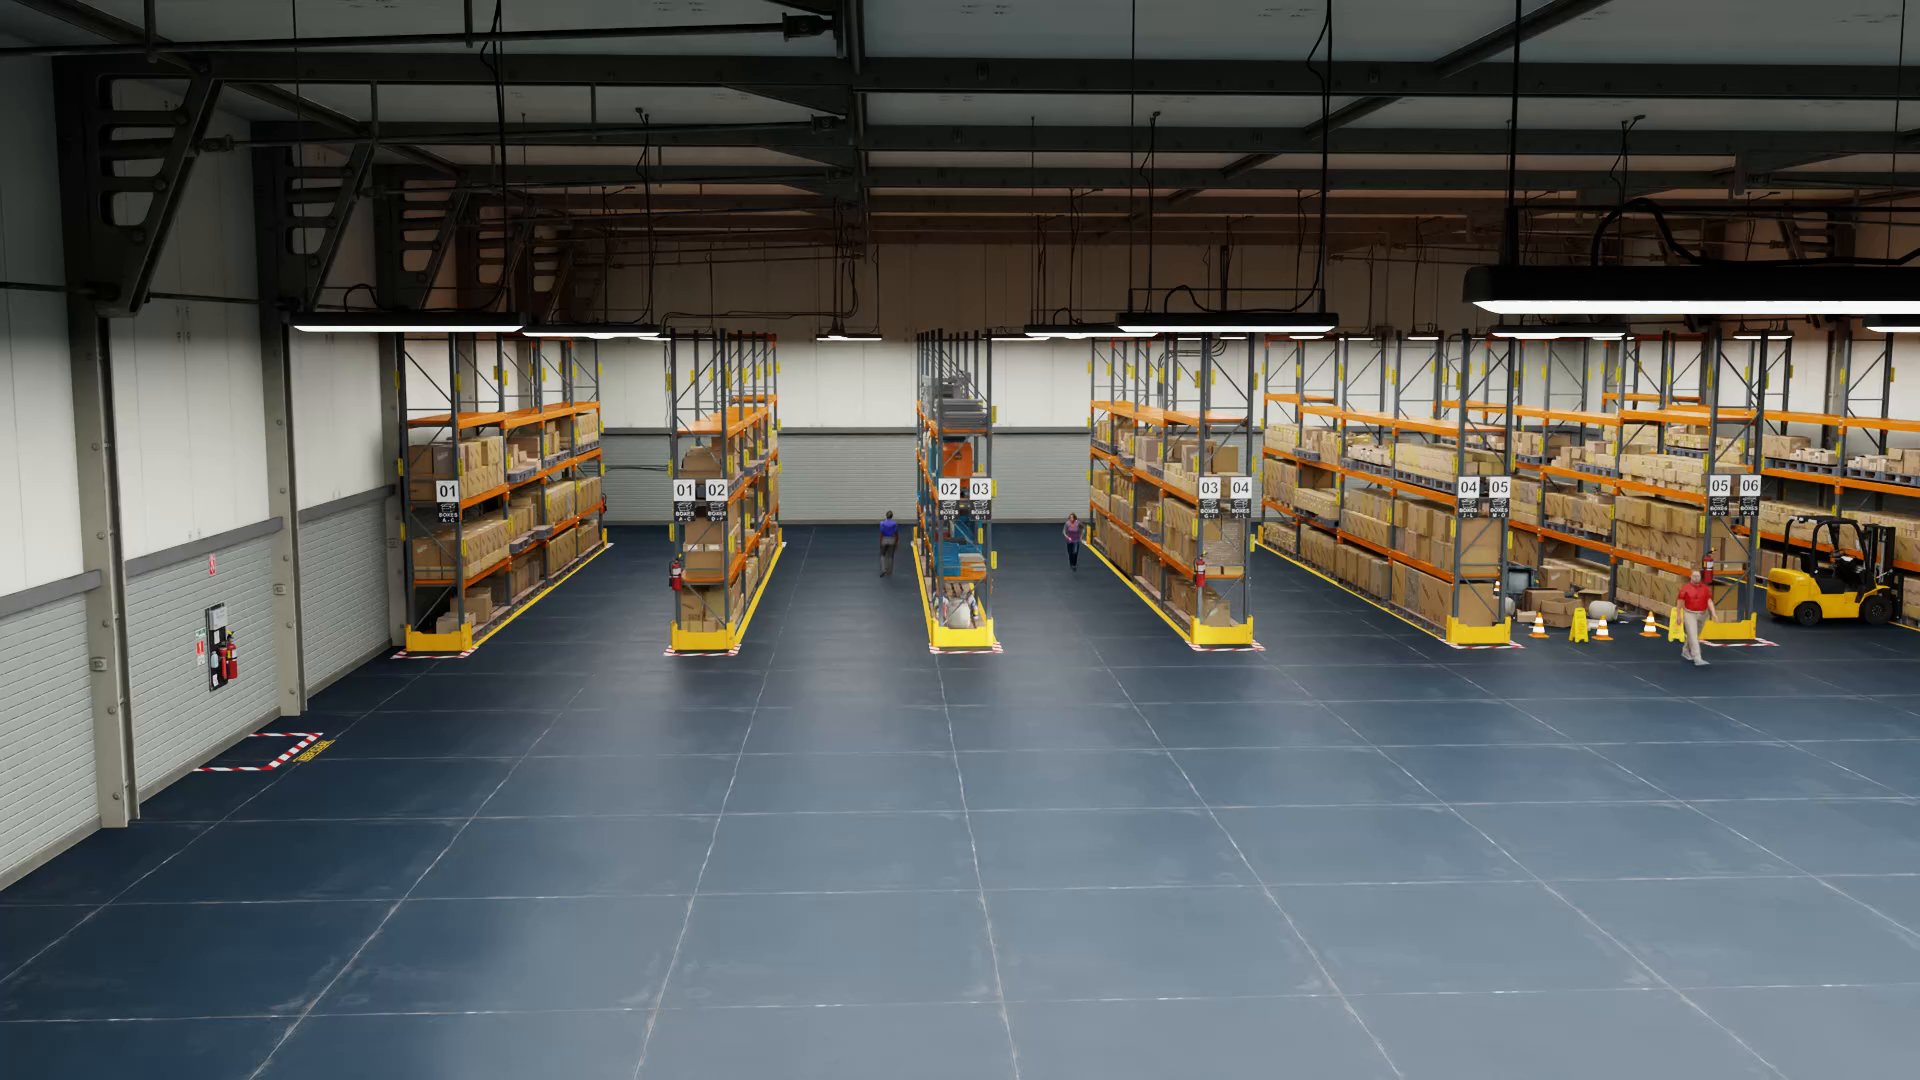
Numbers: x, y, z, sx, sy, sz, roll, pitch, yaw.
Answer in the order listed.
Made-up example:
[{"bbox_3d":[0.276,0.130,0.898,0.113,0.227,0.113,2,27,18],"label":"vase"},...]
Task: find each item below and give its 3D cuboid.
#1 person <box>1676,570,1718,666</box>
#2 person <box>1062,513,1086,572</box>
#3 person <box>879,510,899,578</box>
[{"bbox_3d":[13.180,1.375,29.692,0.562,1.670,1.035,-1,7,-8],"label":"person"},{"bbox_3d":[2.856,0.053,41.627,0.575,1.510,0.790,1,7,7],"label":"person"},{"bbox_3d":[-1.751,0.100,40.757,0.490,1.671,0.423,0,7,0],"label":"person"}]
